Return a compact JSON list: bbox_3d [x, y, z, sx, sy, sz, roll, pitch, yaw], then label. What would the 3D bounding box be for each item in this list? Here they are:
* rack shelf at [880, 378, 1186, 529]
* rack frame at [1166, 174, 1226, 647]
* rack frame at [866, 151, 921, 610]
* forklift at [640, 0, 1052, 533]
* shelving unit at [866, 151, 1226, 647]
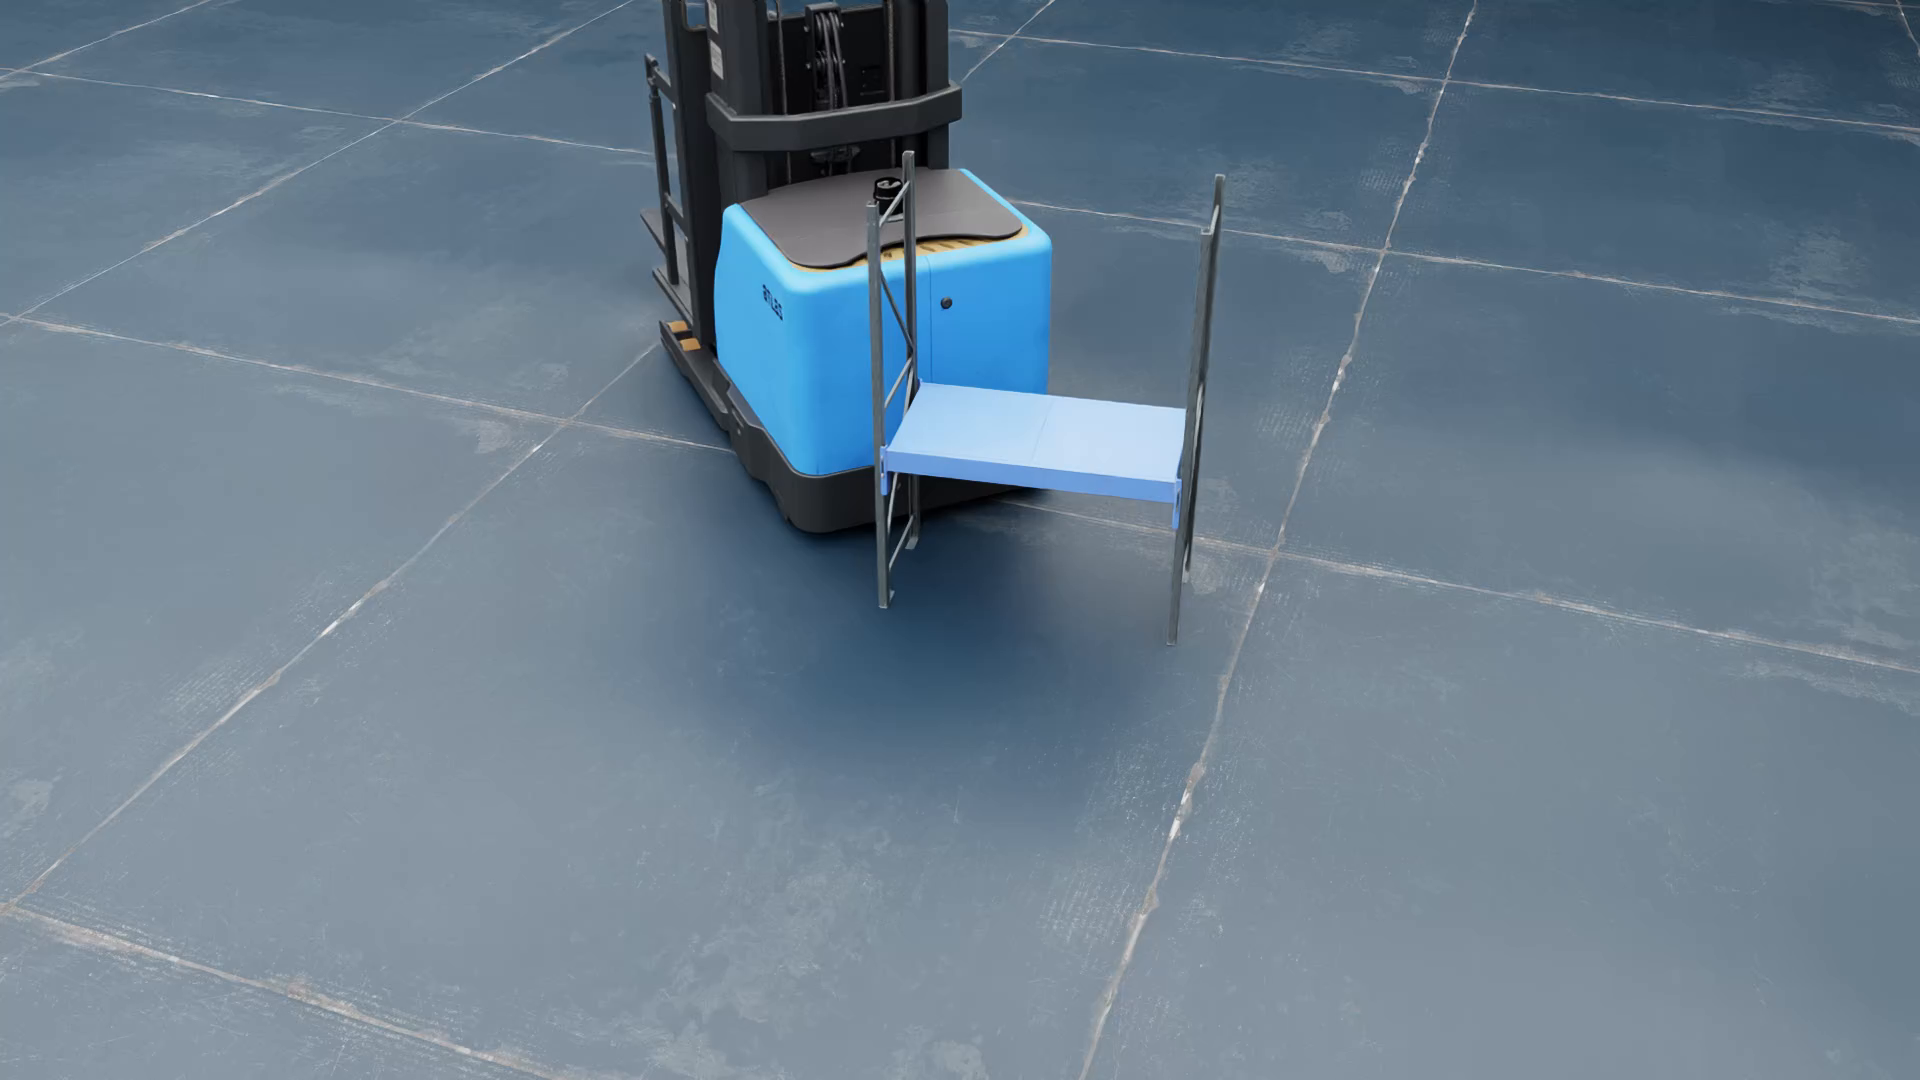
[{"bbox_3d":[0.278,-0.306,5.674,1.000,0.185,0.538,7,33,10],"label":"rack shelf"},{"bbox_3d":[0.774,-0.398,5.484,0.032,1.500,0.500,7,33,10],"label":"rack frame"},{"bbox_3d":[-0.218,-0.517,5.668,0.032,1.500,0.500,7,33,10],"label":"rack frame"},{"bbox_3d":[-0.706,-2.044,6.713,1.130,2.935,3.031,-13,35,-20],"label":"forklift"},{"bbox_3d":[0.278,-0.458,5.576,1.048,1.500,0.538,7,33,10],"label":"shelving unit"}]
